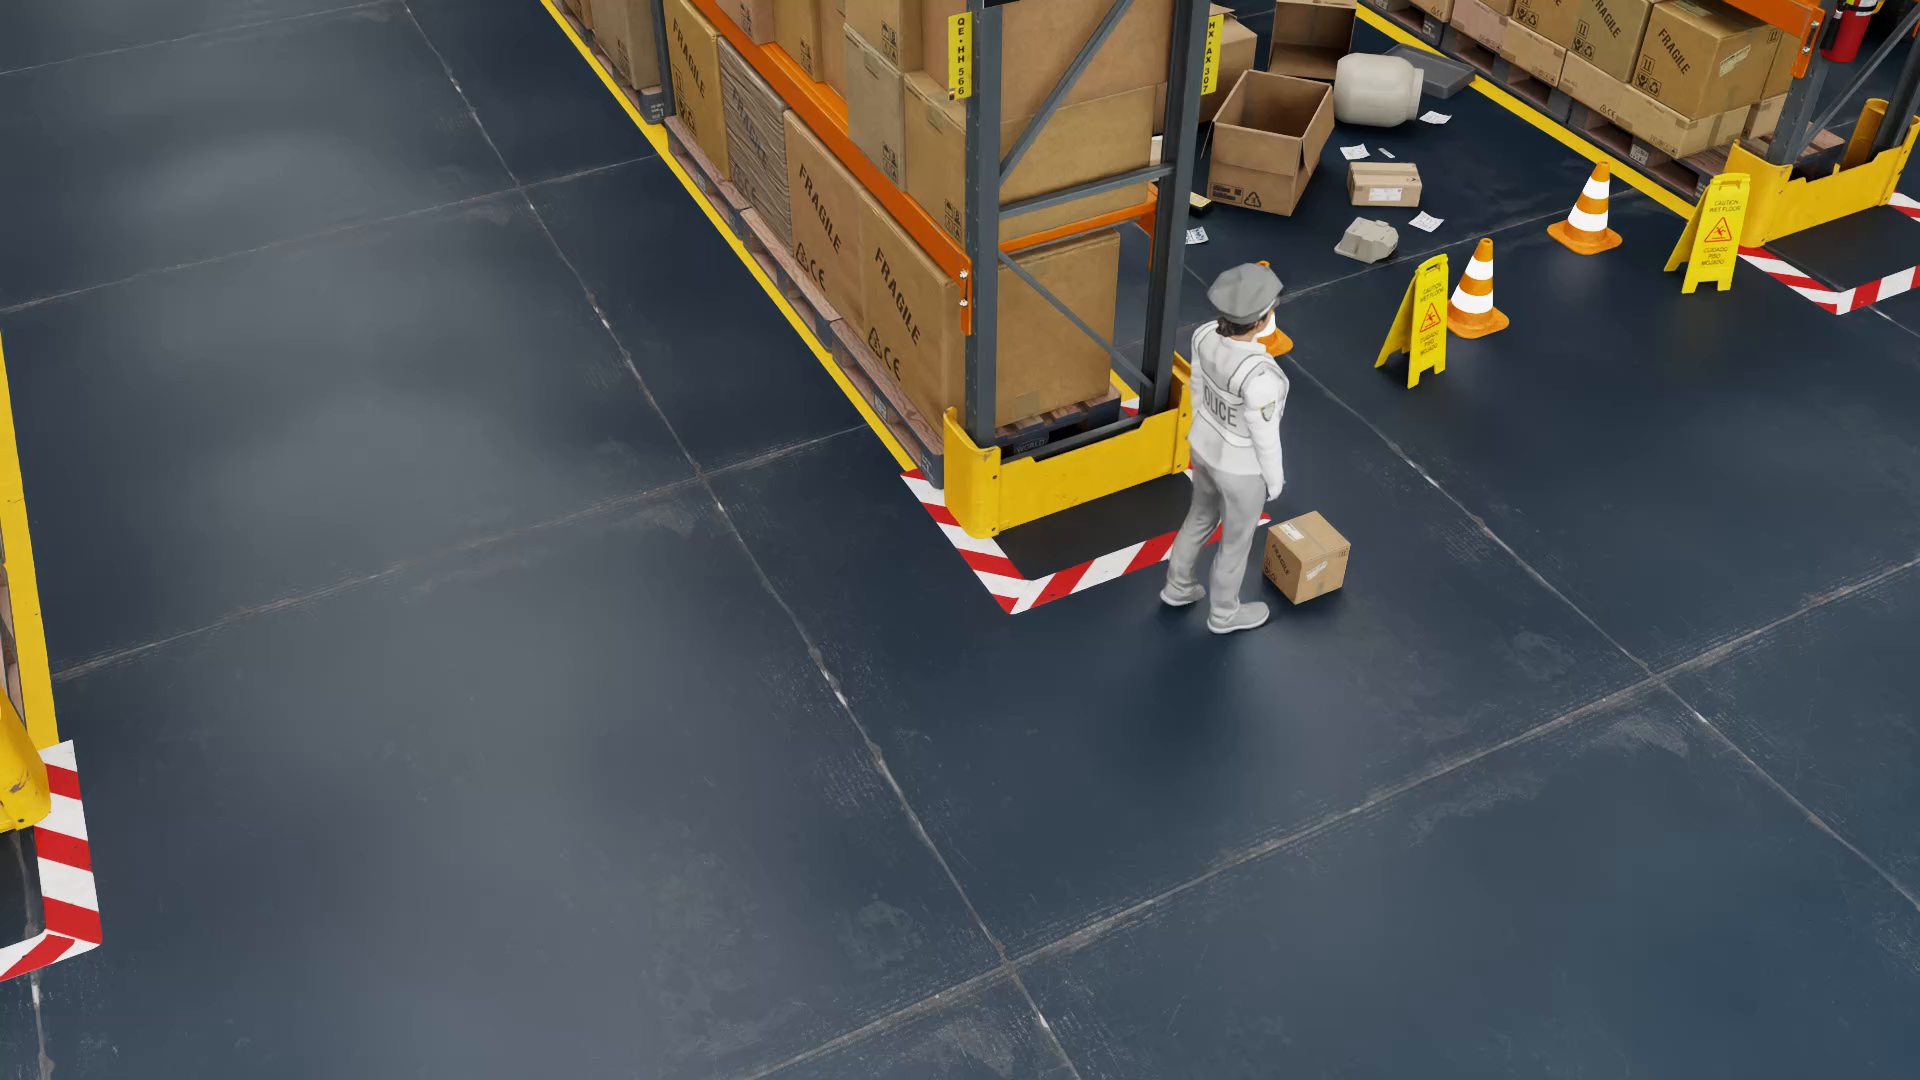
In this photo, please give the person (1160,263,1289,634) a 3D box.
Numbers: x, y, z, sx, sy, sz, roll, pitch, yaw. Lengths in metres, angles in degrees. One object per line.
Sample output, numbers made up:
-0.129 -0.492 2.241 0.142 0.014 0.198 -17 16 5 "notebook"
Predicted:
1.080 -0.311 6.536 0.388 1.747 0.481 -18 45 -19 "person"
